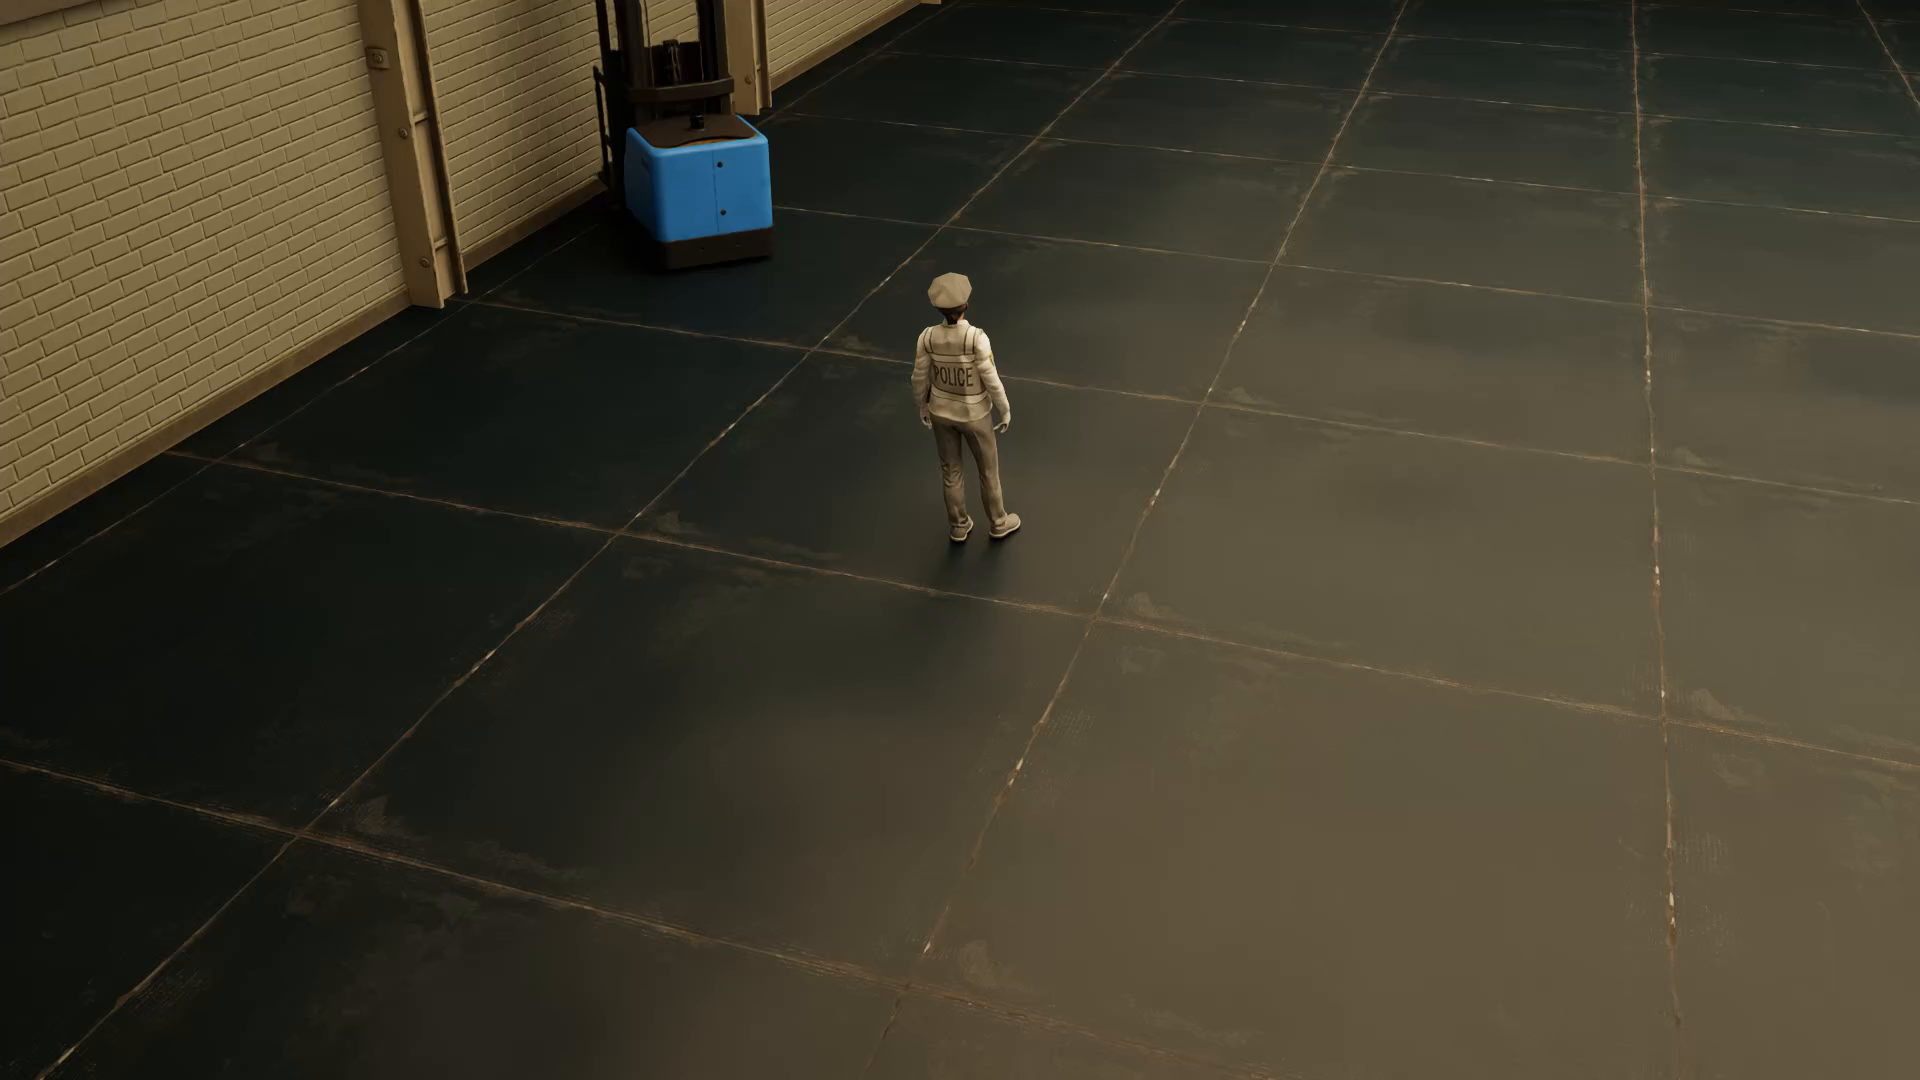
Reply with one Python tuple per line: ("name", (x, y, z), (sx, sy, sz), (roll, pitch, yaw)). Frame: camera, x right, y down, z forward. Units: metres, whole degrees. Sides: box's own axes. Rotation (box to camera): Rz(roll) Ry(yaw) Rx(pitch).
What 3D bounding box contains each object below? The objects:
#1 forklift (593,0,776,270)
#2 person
("forklift", (-2.653, -4.245, 14.584), (1.130, 2.935, 3.031), (-13, 32, -21))
("person", (0.029, -0.773, 9.727), (0.586, 1.694, 0.530), (10, 31, 16))
